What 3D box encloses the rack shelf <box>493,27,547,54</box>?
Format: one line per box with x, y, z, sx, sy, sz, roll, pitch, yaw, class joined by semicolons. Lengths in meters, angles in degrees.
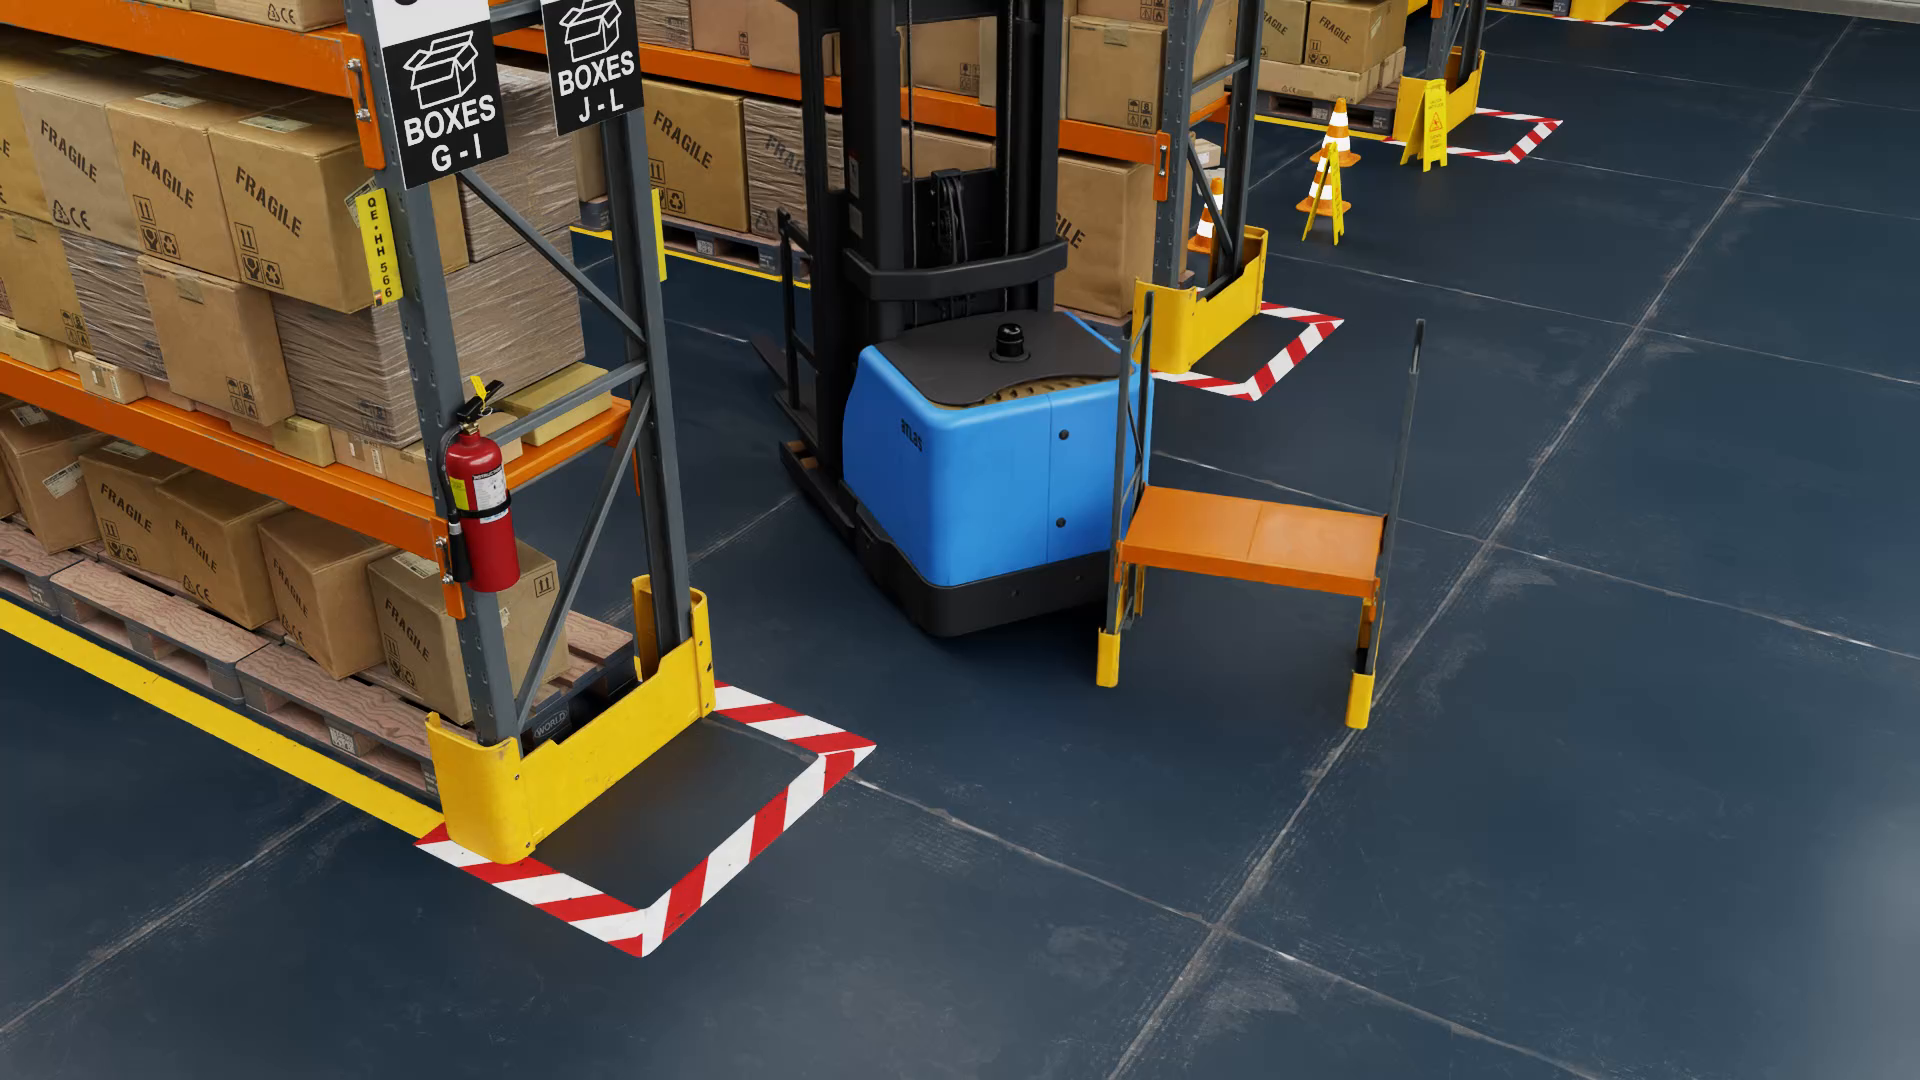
-3.699;-3.811;12.020;4.000;0.370;1.077;18;35;27;rack shelf

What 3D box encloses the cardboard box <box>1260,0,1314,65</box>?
2.668;-4.214;13.564;0.500;0.500;0.500;19;35;29;cardboard box

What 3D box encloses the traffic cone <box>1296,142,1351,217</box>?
2.577;-2.558;11.676;0.334;0.463;0.336;18;35;27;traffic cone

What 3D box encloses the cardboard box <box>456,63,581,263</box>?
-1.660;-1.292;5.601;0.500;0.500;0.500;18;35;27;cardboard box

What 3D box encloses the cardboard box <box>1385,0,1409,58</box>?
3.373;-4.312;13.733;0.500;0.500;0.500;16;34;26;cardboard box

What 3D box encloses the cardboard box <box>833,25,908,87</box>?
-0.311;-3.125;9.982;0.500;0.550;0.875;18;35;27;cardboard box

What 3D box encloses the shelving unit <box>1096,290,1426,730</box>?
1.147;-0.125;6.475;1.083;1.500;0.587;8;31;14;shelving unit

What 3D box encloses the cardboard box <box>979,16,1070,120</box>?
0.567;-2.798;9.420;0.550;0.550;0.875;18;35;27;cardboard box

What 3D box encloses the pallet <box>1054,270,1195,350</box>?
0.664;-1.491;10.096;1.213;0.211;1.003;18;35;27;pallet

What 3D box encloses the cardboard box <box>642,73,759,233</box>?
-1.509;-2.652;11.010;0.875;0.875;0.875;18;35;28;cardboard box

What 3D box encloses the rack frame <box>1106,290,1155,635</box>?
0.668;-0.196;6.597;0.032;1.500;0.500;8;31;14;rack frame

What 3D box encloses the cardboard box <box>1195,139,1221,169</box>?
1.746;-2.912;12.594;0.380;0.149;0.250;-15;33;-24;cardboard box

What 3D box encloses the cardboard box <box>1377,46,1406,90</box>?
3.393;-3.982;13.911;0.500;0.250;0.500;17;34;27;cardboard box

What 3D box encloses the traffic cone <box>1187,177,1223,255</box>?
1.688;-2.167;11.006;0.334;0.463;0.336;18;35;27;traffic cone

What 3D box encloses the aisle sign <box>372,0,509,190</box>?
-1.446;-1.403;4.598;0.004;0.787;0.394;18;35;27;aisle sign

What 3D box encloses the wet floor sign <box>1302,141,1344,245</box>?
2.460;-2.335;11.112;0.232;0.644;0.267;12;32;19;wet floor sign

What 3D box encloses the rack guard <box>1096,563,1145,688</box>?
0.669;0.345;6.911;0.087;0.250;0.587;8;31;14;rack guard

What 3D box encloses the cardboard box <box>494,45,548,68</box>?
-3.393;-3.184;12.047;0.750;0.750;1.050;18;35;27;cardboard box

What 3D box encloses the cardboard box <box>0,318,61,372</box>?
-3.427;-0.806;6.404;0.250;0.149;0.380;18;35;27;cardboard box

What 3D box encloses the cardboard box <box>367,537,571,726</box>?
-1.859;0.299;6.325;0.500;0.500;0.500;25;39;36;cardboard box

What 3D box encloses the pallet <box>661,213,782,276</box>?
-1.402;-2.145;11.217;1.213;0.211;1.003;18;35;27;pallet

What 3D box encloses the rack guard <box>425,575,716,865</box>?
-1.404;0.635;6.166;0.348;0.500;1.175;18;35;27;rack guard

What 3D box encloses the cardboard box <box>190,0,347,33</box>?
-1.883;-1.676;4.819;0.500;0.250;0.500;18;35;28;cardboard box

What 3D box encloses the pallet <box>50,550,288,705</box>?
-3.102;0.199;7.199;1.213;0.211;1.003;18;35;27;pallet

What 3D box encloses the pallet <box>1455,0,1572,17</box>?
5.895;-5.756;17.408;1.213;0.211;1.003;18;35;27;pallet

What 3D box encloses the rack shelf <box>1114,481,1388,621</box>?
1.156;0.032;6.564;1.000;0.185;0.538;8;31;14;rack shelf

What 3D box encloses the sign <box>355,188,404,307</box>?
-1.651;-0.830;4.733;0.005;0.325;0.100;18;35;27;sign

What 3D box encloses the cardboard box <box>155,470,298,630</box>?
-2.904;-0.022;6.875;0.500;0.500;0.500;21;36;32;cardboard box

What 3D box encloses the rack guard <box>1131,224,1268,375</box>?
1.404;-1.429;9.703;0.348;0.500;1.175;18;35;27;rack guard

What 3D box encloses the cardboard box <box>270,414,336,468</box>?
-2.141;-0.417;5.737;0.250;0.149;0.380;18;35;27;cardboard box

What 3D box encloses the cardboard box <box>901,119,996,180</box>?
0.027;-2.167;10.179;0.875;0.875;0.875;17;34;27;cardboard box

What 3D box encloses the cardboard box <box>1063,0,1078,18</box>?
0.575;-3.270;9.158;0.550;0.550;0.875;18;35;27;cardboard box

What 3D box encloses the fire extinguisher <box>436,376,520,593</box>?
-1.487;-0.164;5.131;0.183;0.674;0.296;18;35;27;fire extinguisher

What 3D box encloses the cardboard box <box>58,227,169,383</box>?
-2.678;-0.991;6.077;0.500;0.500;0.875;18;35;27;cardboard box

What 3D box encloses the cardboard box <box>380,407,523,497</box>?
-1.690;-0.305;5.545;0.250;0.149;0.380;18;35;27;cardboard box

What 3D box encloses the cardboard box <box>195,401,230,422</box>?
-2.534;-0.575;6.008;0.250;0.149;0.380;18;35;27;cardboard box

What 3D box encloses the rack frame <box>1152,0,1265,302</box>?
1.383;-2.515;9.084;0.127;3.000;1.000;18;35;27;rack frame

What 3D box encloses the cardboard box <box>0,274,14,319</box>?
-3.497;-1.281;6.575;0.500;0.500;0.875;18;35;27;cardboard box

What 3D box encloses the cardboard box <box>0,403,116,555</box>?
-3.920;-0.324;7.392;0.500;0.500;0.500;-23;37;-33;cardboard box

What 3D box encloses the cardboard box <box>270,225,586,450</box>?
-1.790;-0.756;5.674;0.500;0.500;0.875;18;35;27;cardboard box

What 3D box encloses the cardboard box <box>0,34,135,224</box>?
-3.204;-1.474;5.914;0.500;0.500;0.500;18;35;27;cardboard box

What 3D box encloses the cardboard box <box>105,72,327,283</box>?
-2.363;-1.202;5.447;0.500;0.500;0.500;18;35;27;cardboard box

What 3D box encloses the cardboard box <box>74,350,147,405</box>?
-3.017;-0.662;6.157;0.250;0.149;0.380;18;35;27;cardboard box

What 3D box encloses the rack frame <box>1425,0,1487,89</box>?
3.929;-4.654;12.751;0.127;3.000;1.000;18;35;27;rack frame

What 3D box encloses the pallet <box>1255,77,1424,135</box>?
3.196;-3.703;13.888;1.213;0.211;1.003;18;35;27;pallet

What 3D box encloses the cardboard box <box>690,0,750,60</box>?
-1.208;-3.420;10.486;0.550;0.550;0.875;18;35;27;cardboard box

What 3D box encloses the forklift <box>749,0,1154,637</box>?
-0.250;-1.587;7.562;1.130;2.935;3.031;-13;33;-21;forklift

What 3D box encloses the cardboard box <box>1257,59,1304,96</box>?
2.667;-3.892;13.757;0.500;0.250;0.500;18;35;28;cardboard box

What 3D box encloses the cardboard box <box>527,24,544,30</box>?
-2.589;-3.655;10.939;0.500;0.500;0.500;17;34;27;cardboard box

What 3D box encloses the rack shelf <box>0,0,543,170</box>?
-3.033;-1.946;5.845;4.000;0.370;1.077;18;35;27;rack shelf
